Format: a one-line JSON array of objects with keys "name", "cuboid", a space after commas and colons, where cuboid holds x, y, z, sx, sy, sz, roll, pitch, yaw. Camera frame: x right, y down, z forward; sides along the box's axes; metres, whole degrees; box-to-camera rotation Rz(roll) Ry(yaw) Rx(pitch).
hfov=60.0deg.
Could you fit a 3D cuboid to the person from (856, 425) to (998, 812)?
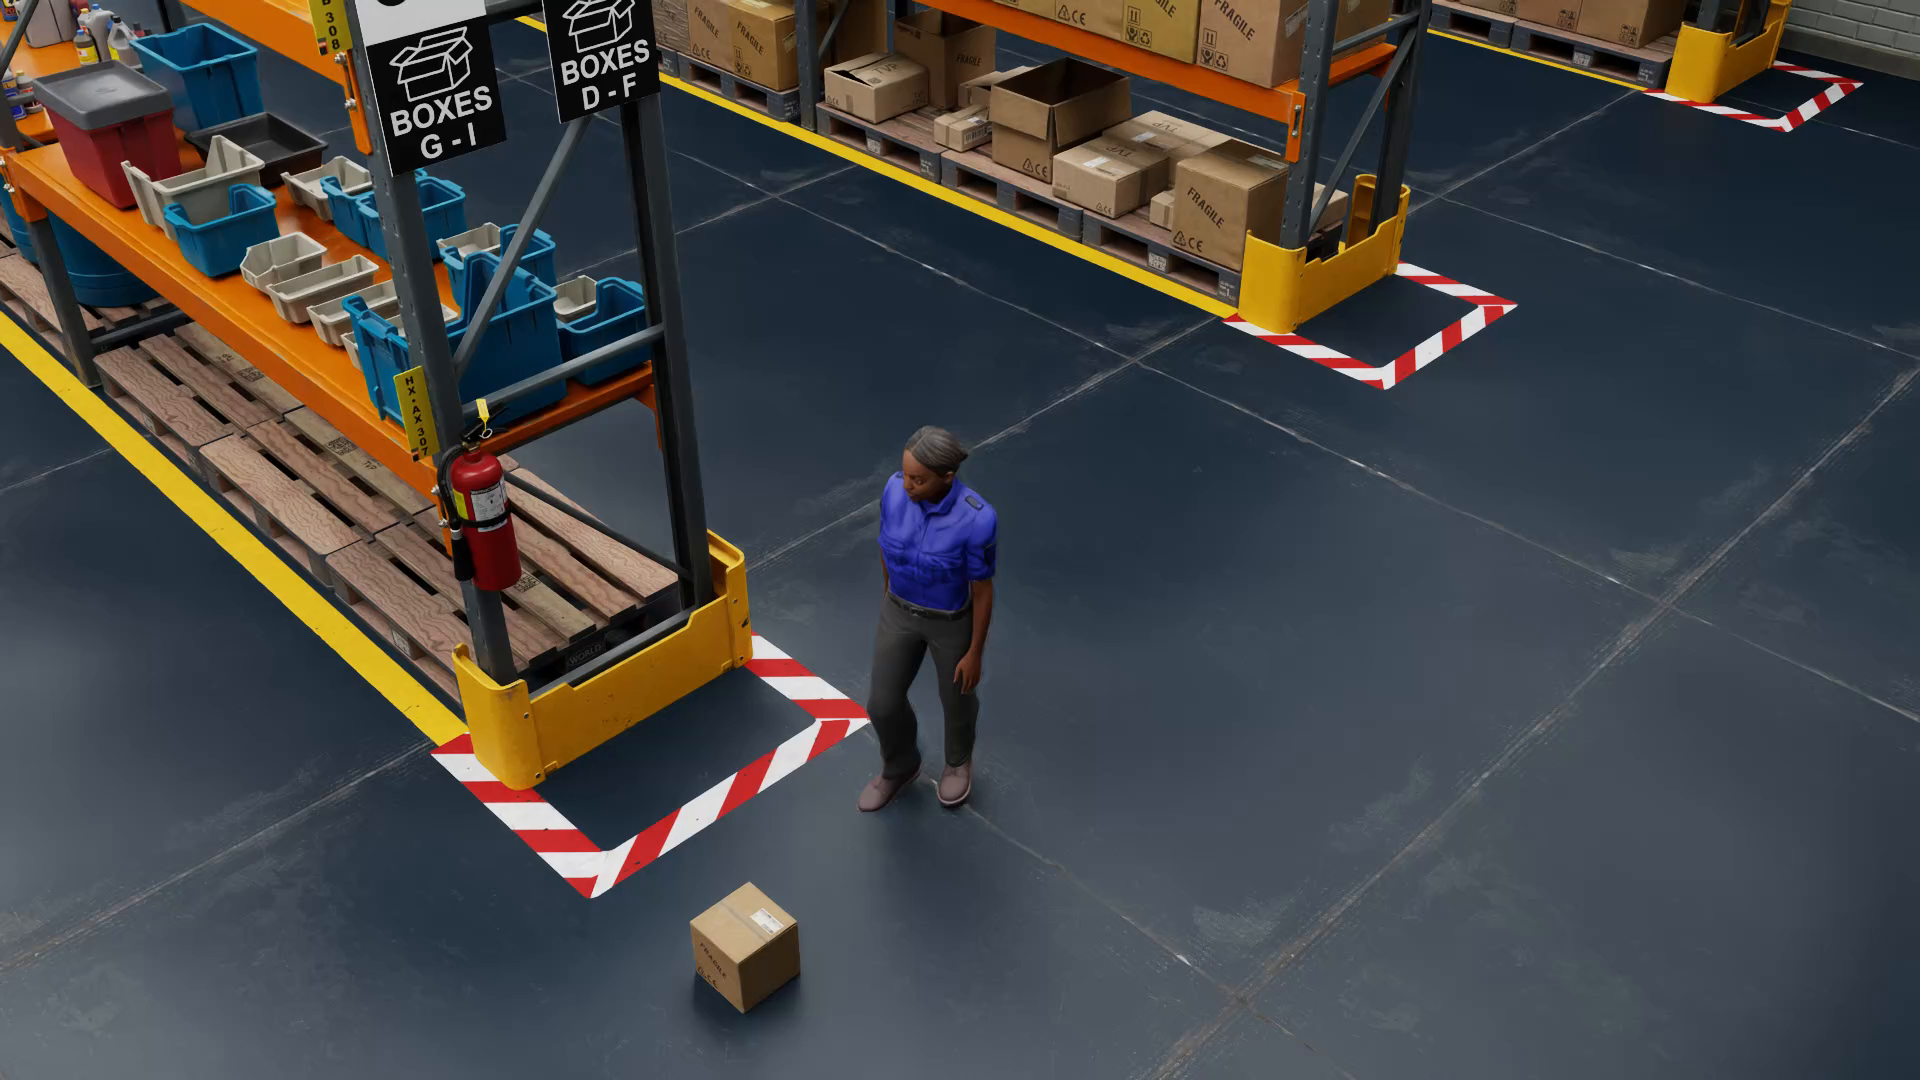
[{"name": "person", "cuboid": [-0.097, 0.279, 5.770, 0.511, 1.701, 0.407, 13, 38, 17]}]
